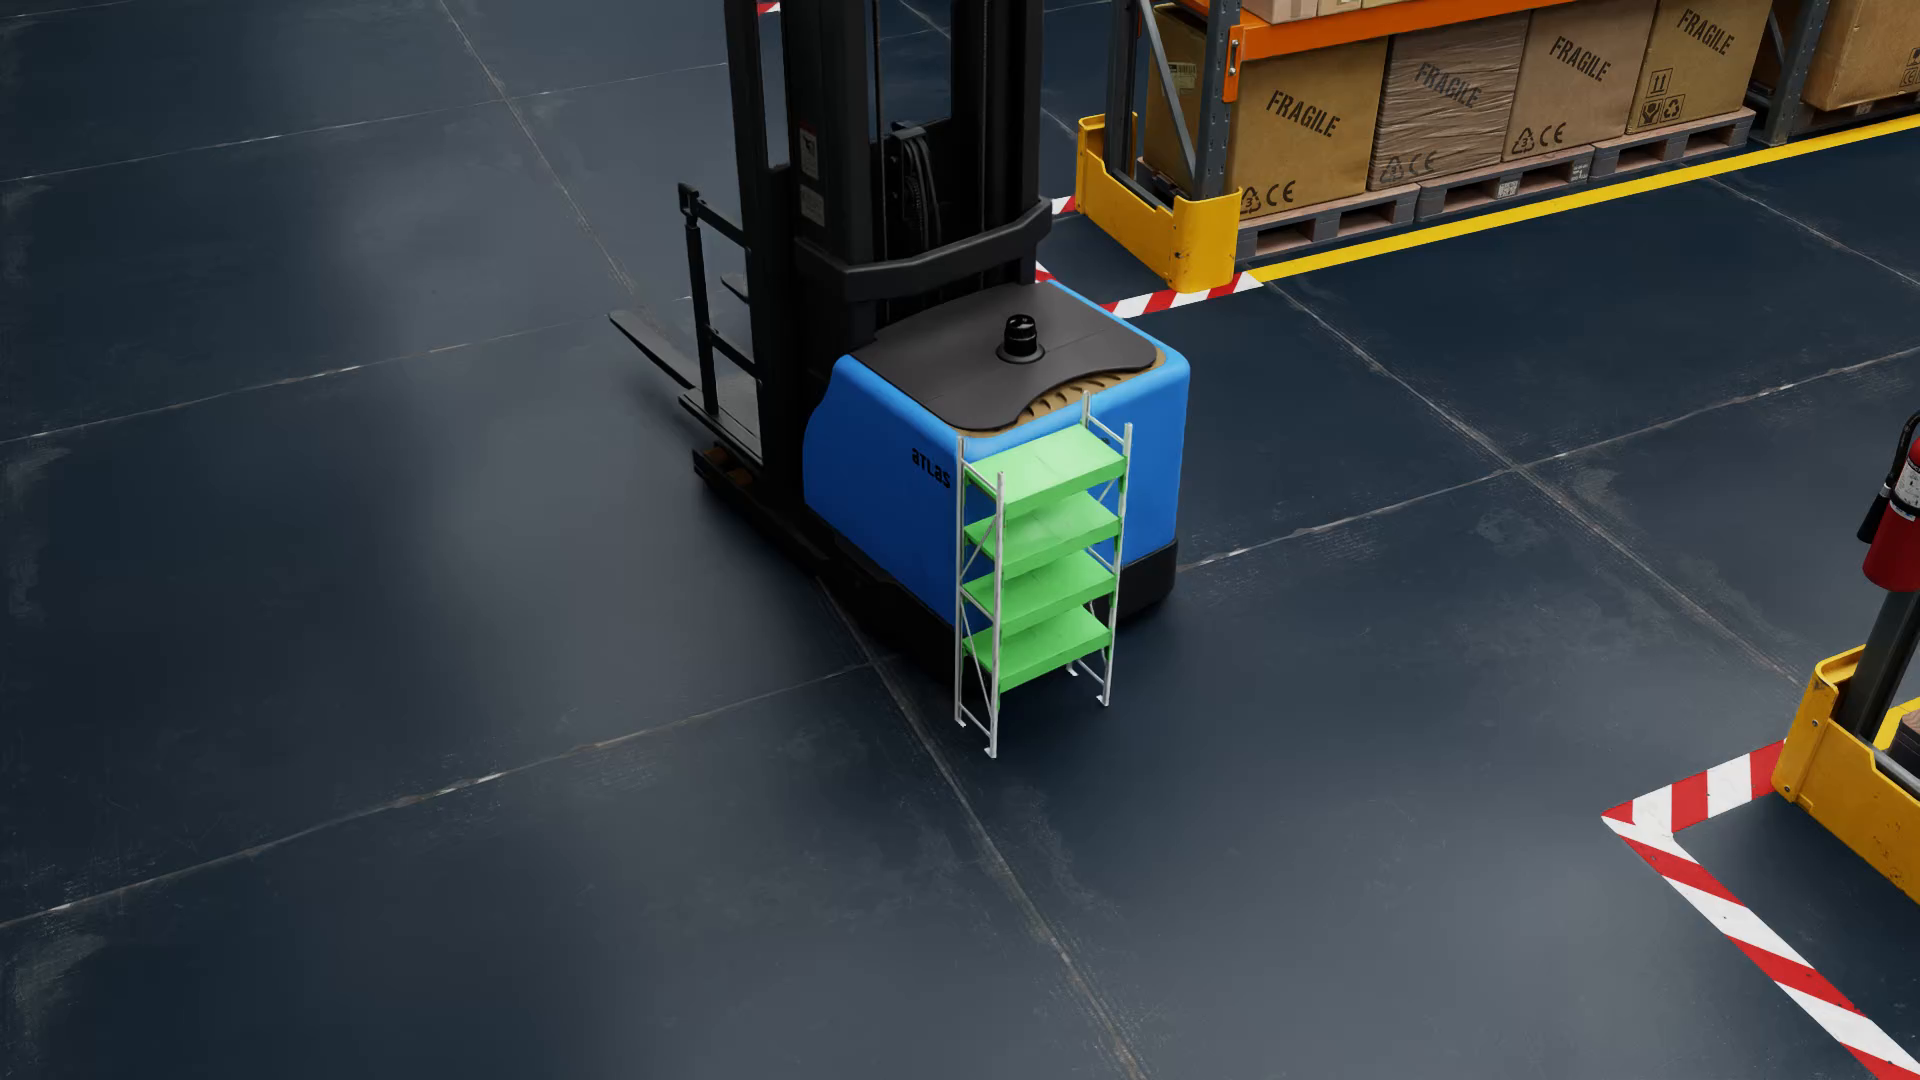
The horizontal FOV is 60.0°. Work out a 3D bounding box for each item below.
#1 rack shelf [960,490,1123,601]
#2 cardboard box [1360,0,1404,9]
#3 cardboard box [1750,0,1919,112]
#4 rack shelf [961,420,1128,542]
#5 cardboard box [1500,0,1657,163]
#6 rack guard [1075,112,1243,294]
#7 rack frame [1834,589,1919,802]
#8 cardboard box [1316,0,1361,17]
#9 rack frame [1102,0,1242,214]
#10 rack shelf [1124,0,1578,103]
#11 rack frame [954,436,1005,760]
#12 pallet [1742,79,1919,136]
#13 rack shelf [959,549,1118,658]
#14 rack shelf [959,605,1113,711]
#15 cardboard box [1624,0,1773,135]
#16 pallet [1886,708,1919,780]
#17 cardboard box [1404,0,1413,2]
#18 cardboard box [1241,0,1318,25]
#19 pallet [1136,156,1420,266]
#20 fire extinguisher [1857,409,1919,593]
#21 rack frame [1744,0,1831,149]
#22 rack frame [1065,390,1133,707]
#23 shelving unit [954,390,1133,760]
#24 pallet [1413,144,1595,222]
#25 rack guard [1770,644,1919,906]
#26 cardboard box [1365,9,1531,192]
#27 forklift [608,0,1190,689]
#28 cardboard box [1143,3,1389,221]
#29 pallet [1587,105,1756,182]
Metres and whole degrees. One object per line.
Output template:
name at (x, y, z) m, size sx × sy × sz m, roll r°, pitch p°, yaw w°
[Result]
rack shelf at (0.263, -0.004, 5.449) m, size 0.480 × 0.148 × 0.258 m, roll -22°, pitch 43°, yaw -26°
cardboard box at (1.968, -2.747, 8.146) m, size 0.250 × 0.149 × 0.380 m, roll -17°, pitch 40°, yaw -21°
cardboard box at (5.235, -3.306, 10.120) m, size 0.875 × 0.875 × 1.225 m, roll -15°, pitch 39°, yaw -20°
rack shelf at (0.265, -0.195, 5.303) m, size 0.480 × 0.148 × 0.258 m, roll -22°, pitch 43°, yaw -26°
cardboard box at (3.217, -2.781, 9.413) m, size 0.875 × 0.875 × 0.875 m, roll -16°, pitch 39°, yaw -20°
rack guard at (1.021, -1.795, 8.751) m, size 0.348 × 0.500 × 1.175 m, roll -16°, pitch 39°, yaw -20°
rack frame at (3.147, -0.134, 4.413) m, size 0.127 × 3.000 × 1.000 m, roll -16°, pitch 39°, yaw -20°
cardboard box at (1.736, -2.682, 8.059) m, size 0.250 × 0.149 × 0.380 m, roll -16°, pitch 40°, yaw -21°
rack frame at (1.043, -2.805, 8.014) m, size 0.127 × 3.000 × 1.000 m, roll -16°, pitch 39°, yaw -20°
rack shelf at (2.853, -3.022, 8.911) m, size 4.000 × 0.370 × 1.077 m, roll -16°, pitch 39°, yaw -20°
rack frame at (0.058, 0.216, 5.447) m, size 0.015 × 1.200 × 0.240 m, roll -22°, pitch 43°, yaw -26°
pallet at (5.330, -2.934, 10.528) m, size 1.213 × 0.211 × 1.003 m, roll -16°, pitch 39°, yaw -20°
rack shelf at (0.261, 0.187, 5.594) m, size 0.480 × 0.148 × 0.258 m, roll -22°, pitch 43°, yaw -26°
rack shelf at (0.259, 0.378, 5.740) m, size 0.480 × 0.148 × 0.258 m, roll -22°, pitch 43°, yaw -26°
cardboard box at (4.032, -3.009, 9.720) m, size 0.875 × 0.875 × 0.875 m, roll -16°, pitch 39°, yaw -20°
pallet at (3.910, 0.798, 5.497) m, size 1.213 × 0.211 × 1.003 m, roll -16°, pitch 39°, yaw -20°
cardboard box at (2.203, -2.813, 8.236) m, size 0.250 × 0.149 × 0.380 m, roll -16°, pitch 40°, yaw -21°
cardboard box at (1.504, -2.616, 7.970) m, size 0.250 × 0.149 × 0.380 m, roll -15°, pitch 39°, yaw -19°
pallet at (1.733, -1.930, 9.175) m, size 1.213 × 0.211 × 1.003 m, roll -16°, pitch 39°, yaw -20°
fire extinguisher at (2.818, -0.160, 4.826) m, size 0.183 × 0.674 × 0.296 m, roll -16°, pitch 39°, yaw -20°
rack frame at (4.664, -3.818, 9.379) m, size 0.127 × 3.000 × 1.000 m, roll -16°, pitch 39°, yaw -20°
rack frame at (0.465, 0.056, 5.664) m, size 0.015 × 1.200 × 0.240 m, roll -22°, pitch 43°, yaw -26°
shelving unit at (0.262, 0.136, 5.555) m, size 0.503 × 1.200 × 0.258 m, roll -22°, pitch 43°, yaw -26°
pallet at (2.836, -2.236, 9.588) m, size 1.213 × 0.211 × 1.003 m, roll -16°, pitch 39°, yaw -20°
rack guard at (3.131, 0.883, 5.140) m, size 0.348 × 0.500 × 1.175 m, roll -16°, pitch 39°, yaw -20°
cardboard box at (2.412, -2.556, 9.109) m, size 0.875 × 0.875 × 0.875 m, roll -16°, pitch 39°, yaw -20°
forklift at (-0.470, -1.470, 6.272) m, size 1.130 × 2.935 × 3.031 m, roll -25°, pitch 43°, yaw -29°
cardboard box at (1.588, -2.326, 8.798) m, size 0.875 × 0.875 × 0.875 m, roll -16°, pitch 39°, yaw -20°
pallet at (3.942, -2.547, 10.007) m, size 1.213 × 0.211 × 1.003 m, roll -16°, pitch 39°, yaw -20°
